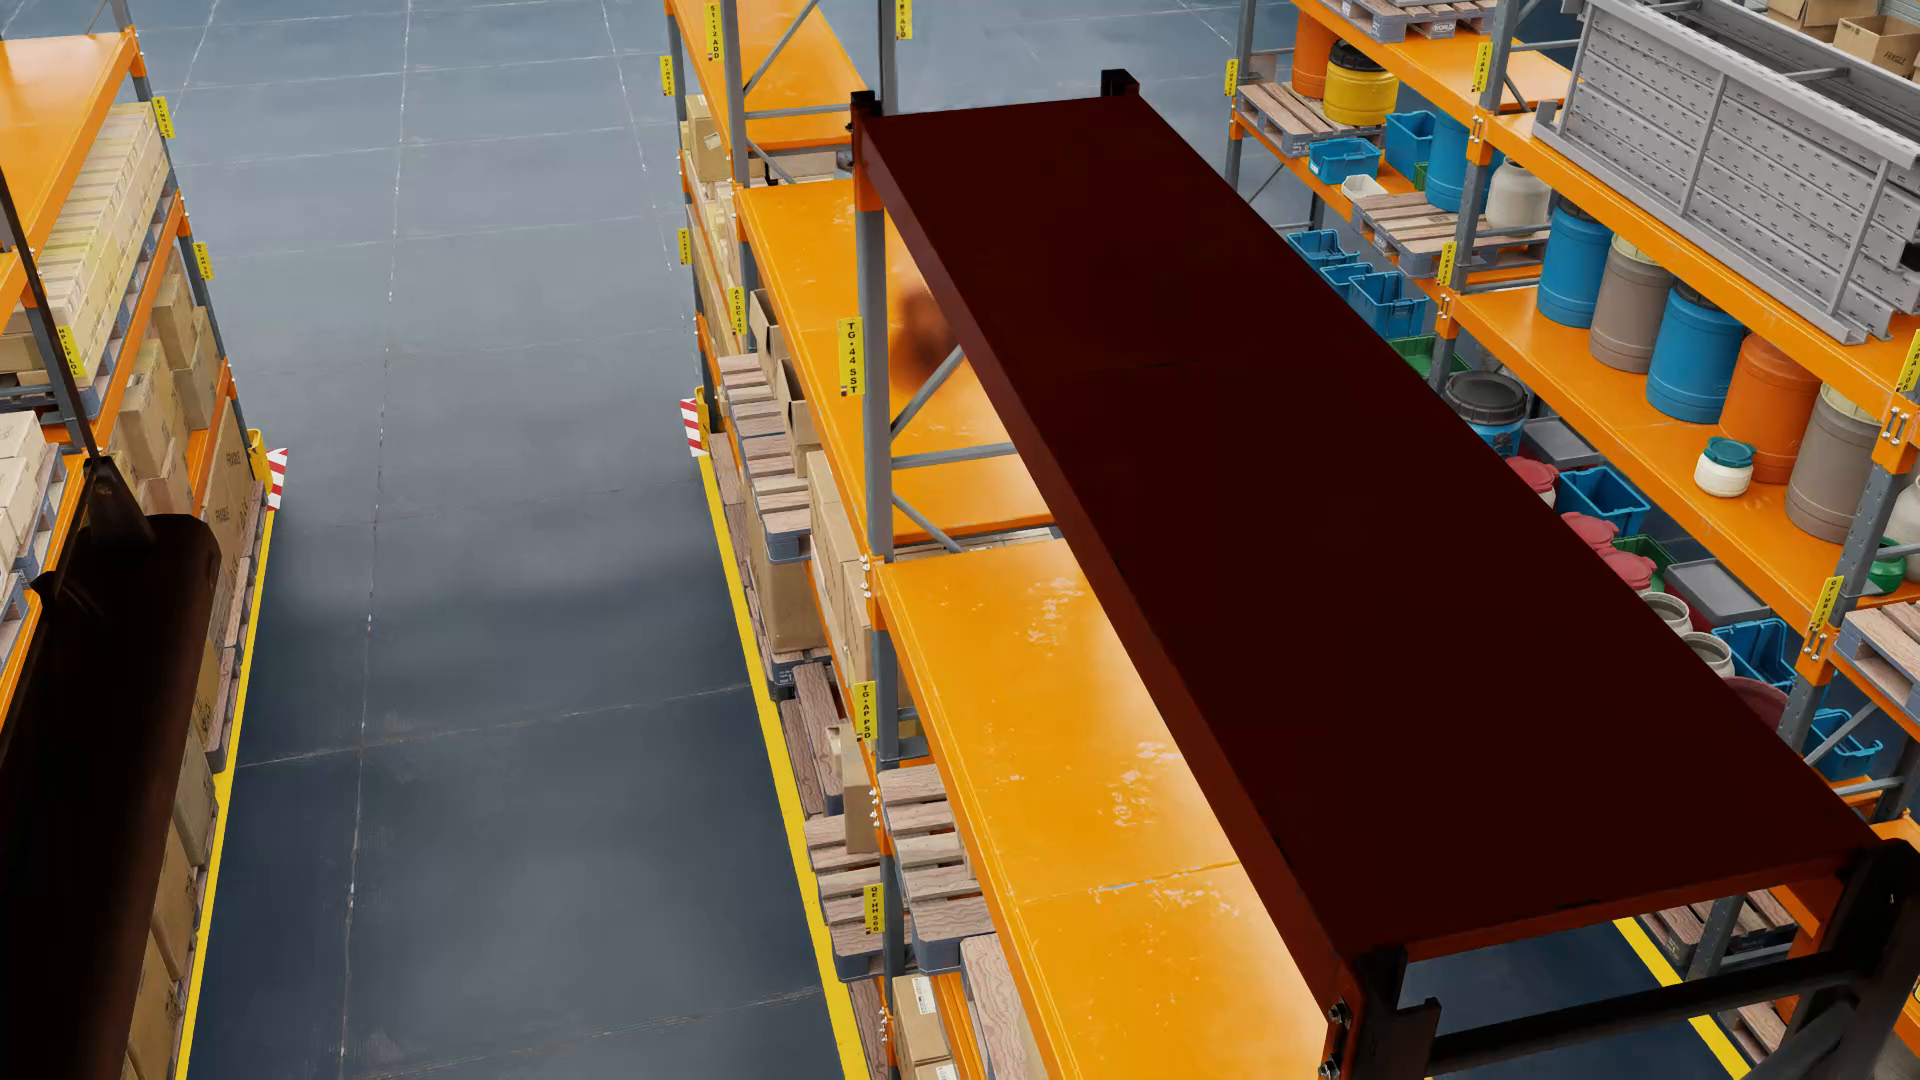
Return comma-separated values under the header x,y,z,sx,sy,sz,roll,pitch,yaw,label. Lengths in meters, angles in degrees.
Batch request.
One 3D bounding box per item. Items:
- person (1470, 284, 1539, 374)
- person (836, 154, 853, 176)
x,y,z,sx,sy,sz,roll,pitch,yaw,label
4.978,-1.923,15.333,0.662,1.744,0.766,-17,38,-23,person
-1.529,-4.845,19.655,0.797,1.694,0.671,4,35,5,person
